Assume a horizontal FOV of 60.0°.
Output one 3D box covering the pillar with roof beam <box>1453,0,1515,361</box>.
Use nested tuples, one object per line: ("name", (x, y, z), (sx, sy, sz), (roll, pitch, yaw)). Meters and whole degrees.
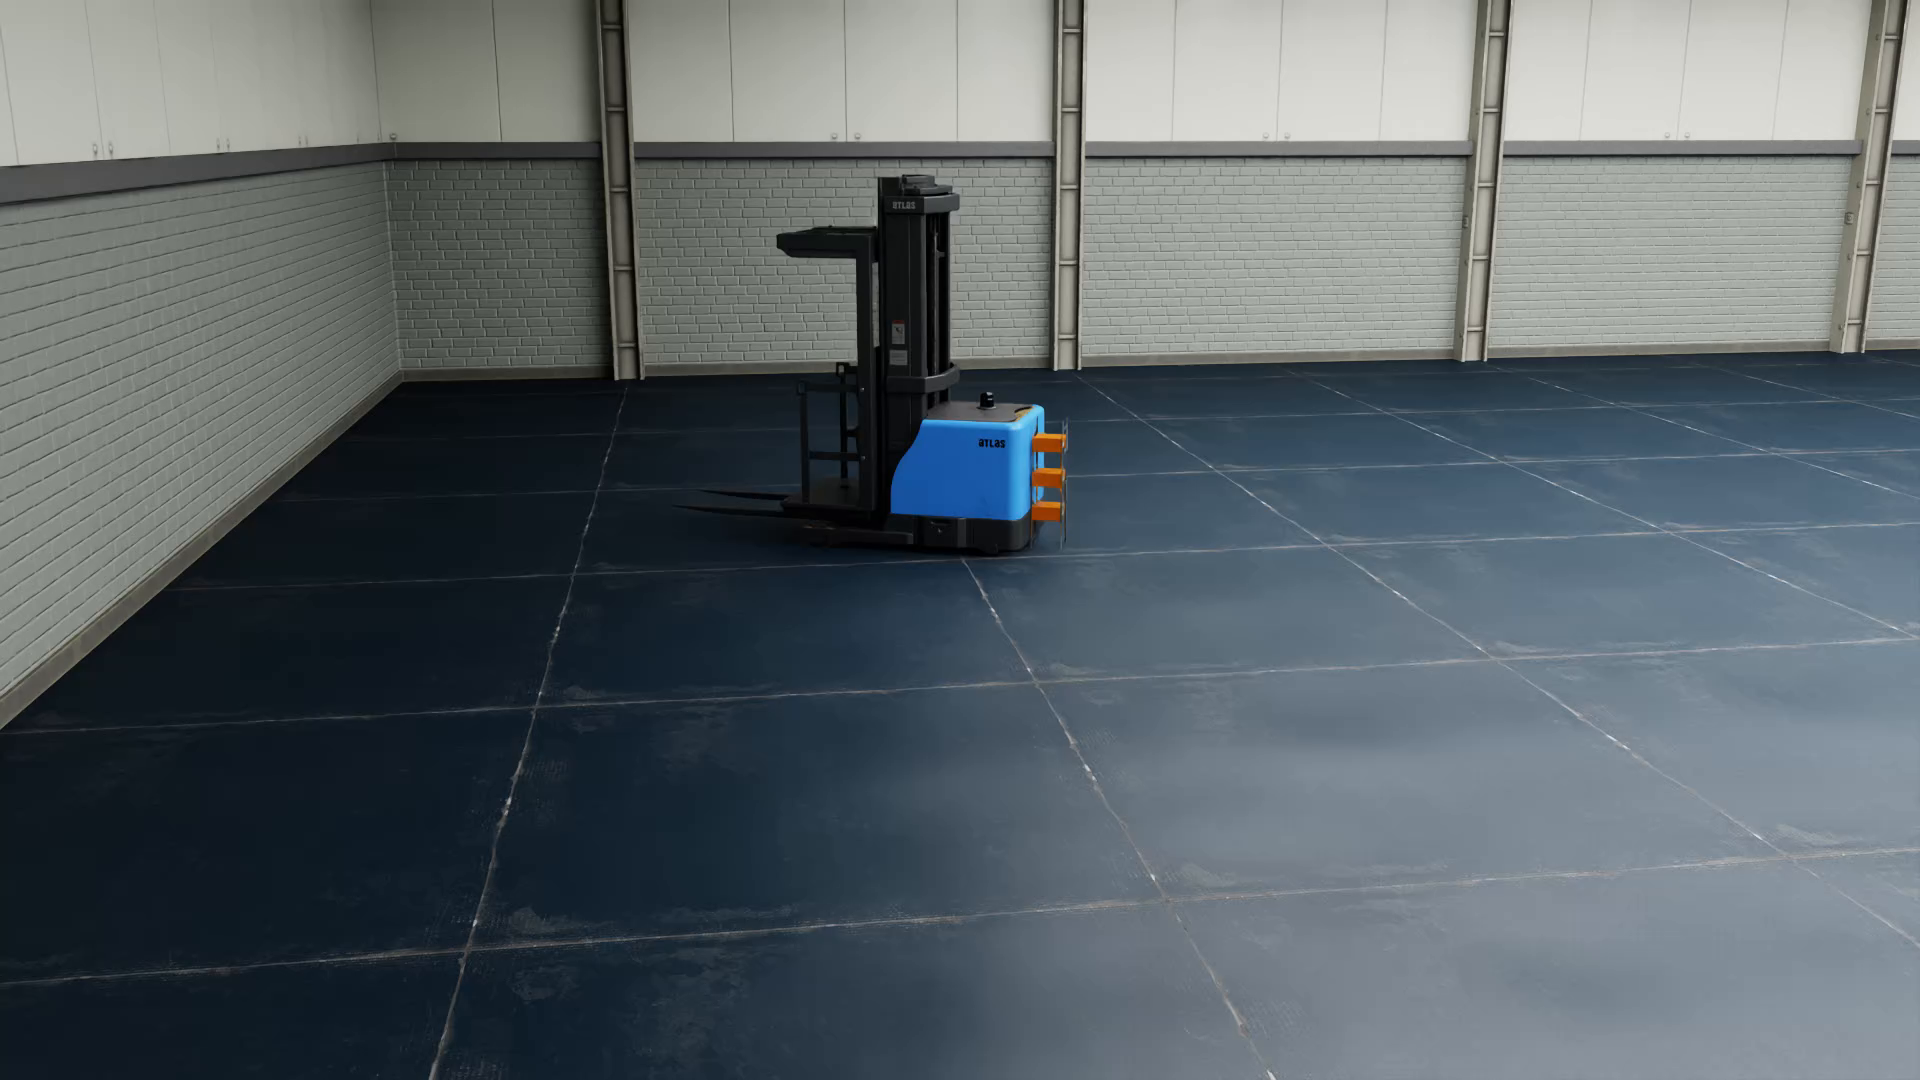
("pillar with roof beam", (8.049, -5.950, 18.947), (0.400, 9.000, 9.100), (-2, 14, -8))

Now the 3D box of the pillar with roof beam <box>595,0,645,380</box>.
("pillar with roof beam", (-3.817, -5.515, 17.213), (0.400, 9.000, 9.100), (-2, 14, -8))

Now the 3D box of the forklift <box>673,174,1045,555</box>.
("forklift", (-0.864, -1.481, 13.601), (3.031, 2.935, 1.130), (4, 15, 14))

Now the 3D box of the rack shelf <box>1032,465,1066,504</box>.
("rack shelf", (0.717, -0.447, 13.391), (0.240, 0.259, 0.215), (4, 15, 14))

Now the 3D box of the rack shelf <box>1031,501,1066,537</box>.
("rack shelf", (0.717, -0.178, 13.458), (0.240, 0.259, 0.215), (4, 15, 14))

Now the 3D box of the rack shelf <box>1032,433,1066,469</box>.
("rack shelf", (0.717, -0.723, 13.322), (0.240, 0.259, 0.215), (4, 15, 14))

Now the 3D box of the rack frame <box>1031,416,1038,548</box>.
("rack frame", (0.599, -0.465, 13.418), (0.008, 1.050, 0.200), (4, 15, 14))

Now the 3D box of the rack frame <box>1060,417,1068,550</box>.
("rack frame", (0.835, -0.450, 13.359), (0.008, 1.050, 0.200), (4, 15, 14))

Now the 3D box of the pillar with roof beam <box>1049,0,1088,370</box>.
("pillar with roof beam", (2.116, -5.732, 18.080), (0.400, 9.000, 9.100), (-2, 14, -8))

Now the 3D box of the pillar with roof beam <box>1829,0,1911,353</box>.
("pillar with roof beam", (13.982, -6.167, 19.814), (0.400, 9.000, 9.100), (-2, 14, -8))

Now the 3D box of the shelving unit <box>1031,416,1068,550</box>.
("shelving unit", (0.717, -0.458, 13.388), (0.252, 1.050, 0.215), (4, 15, 14))
